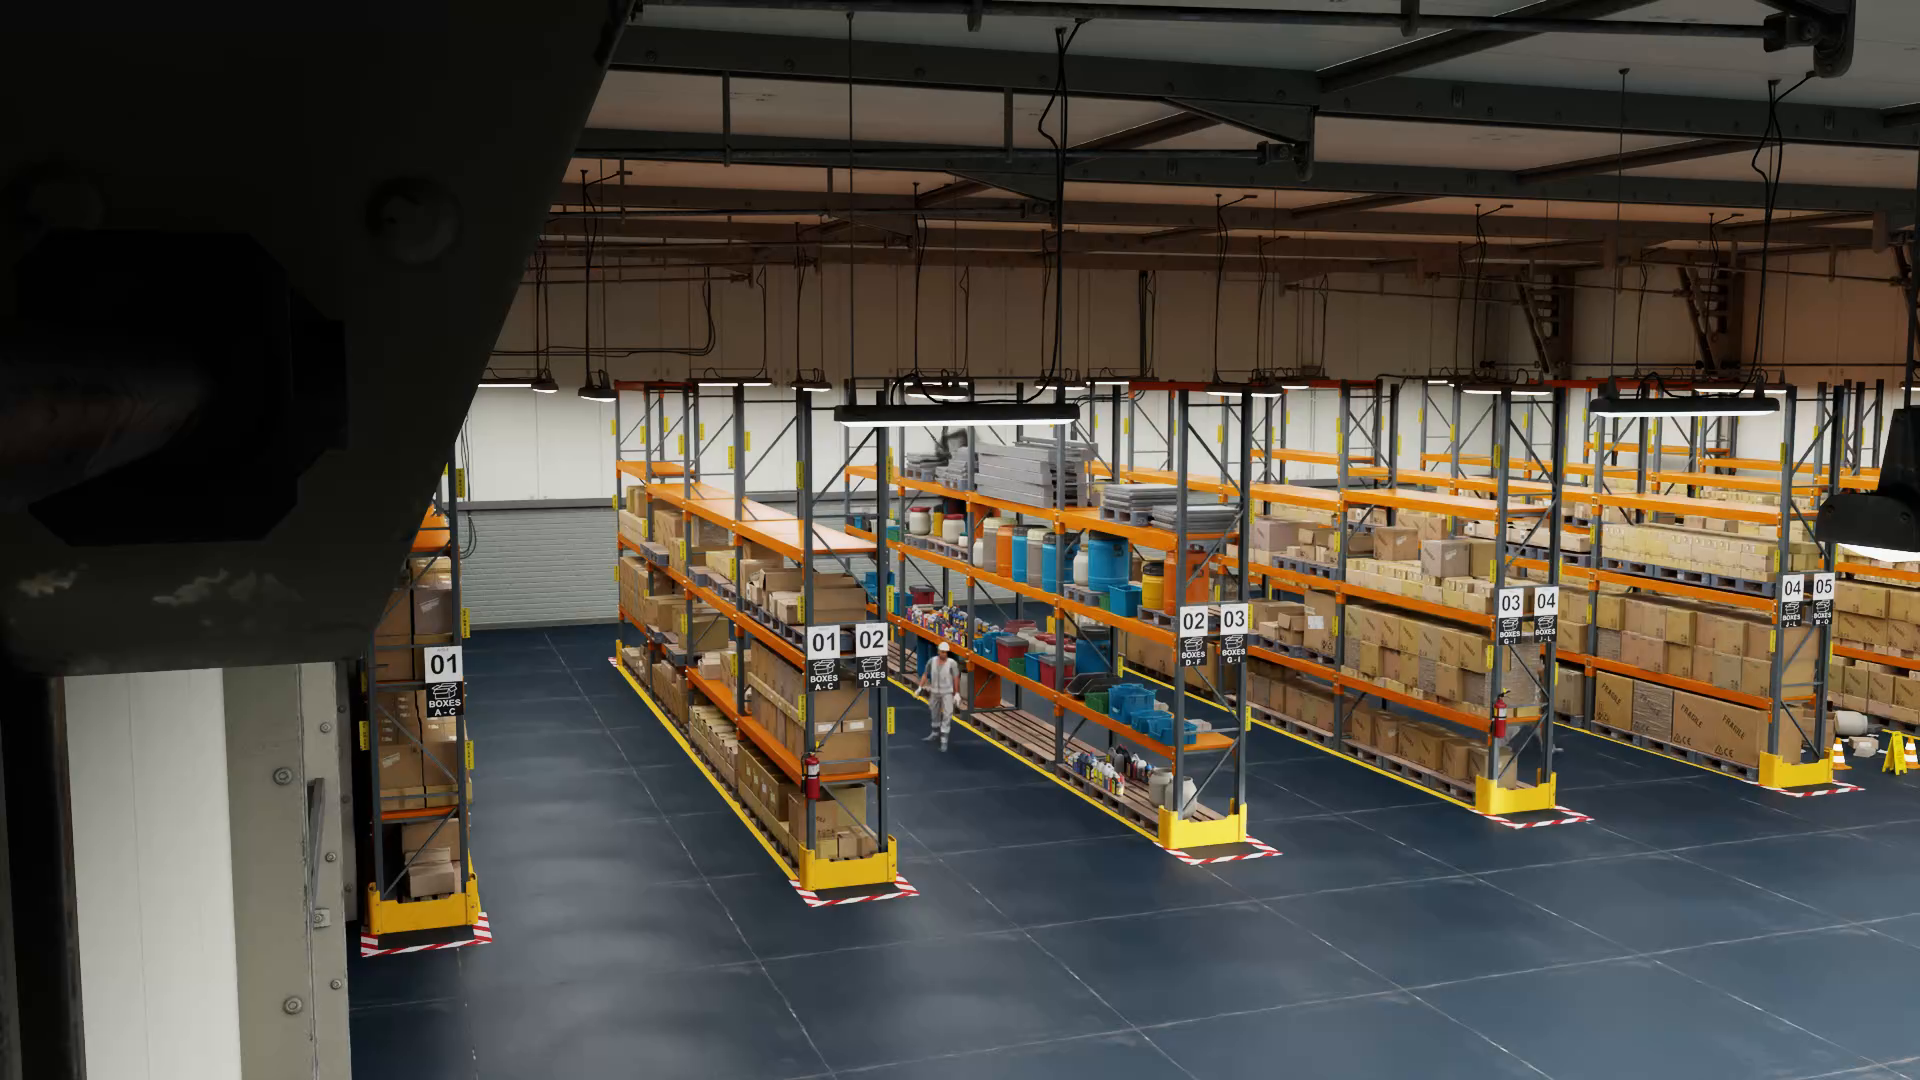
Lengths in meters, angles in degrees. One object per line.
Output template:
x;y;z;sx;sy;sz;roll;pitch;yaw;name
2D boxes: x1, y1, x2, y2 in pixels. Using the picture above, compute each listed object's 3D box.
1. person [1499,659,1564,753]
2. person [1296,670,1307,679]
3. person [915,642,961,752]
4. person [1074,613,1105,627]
9.227;2.681;26.931;1.002;1.601;0.601;4;7;33;person
6.645;2.197;32.329;0.567;1.513;1.031;-1;6;-11;person
-0.354;2.551;27.526;0.753;1.780;0.770;2;6;17;person
2.619;1.707;33.462;0.591;1.656;0.711;-1;6;-7;person
